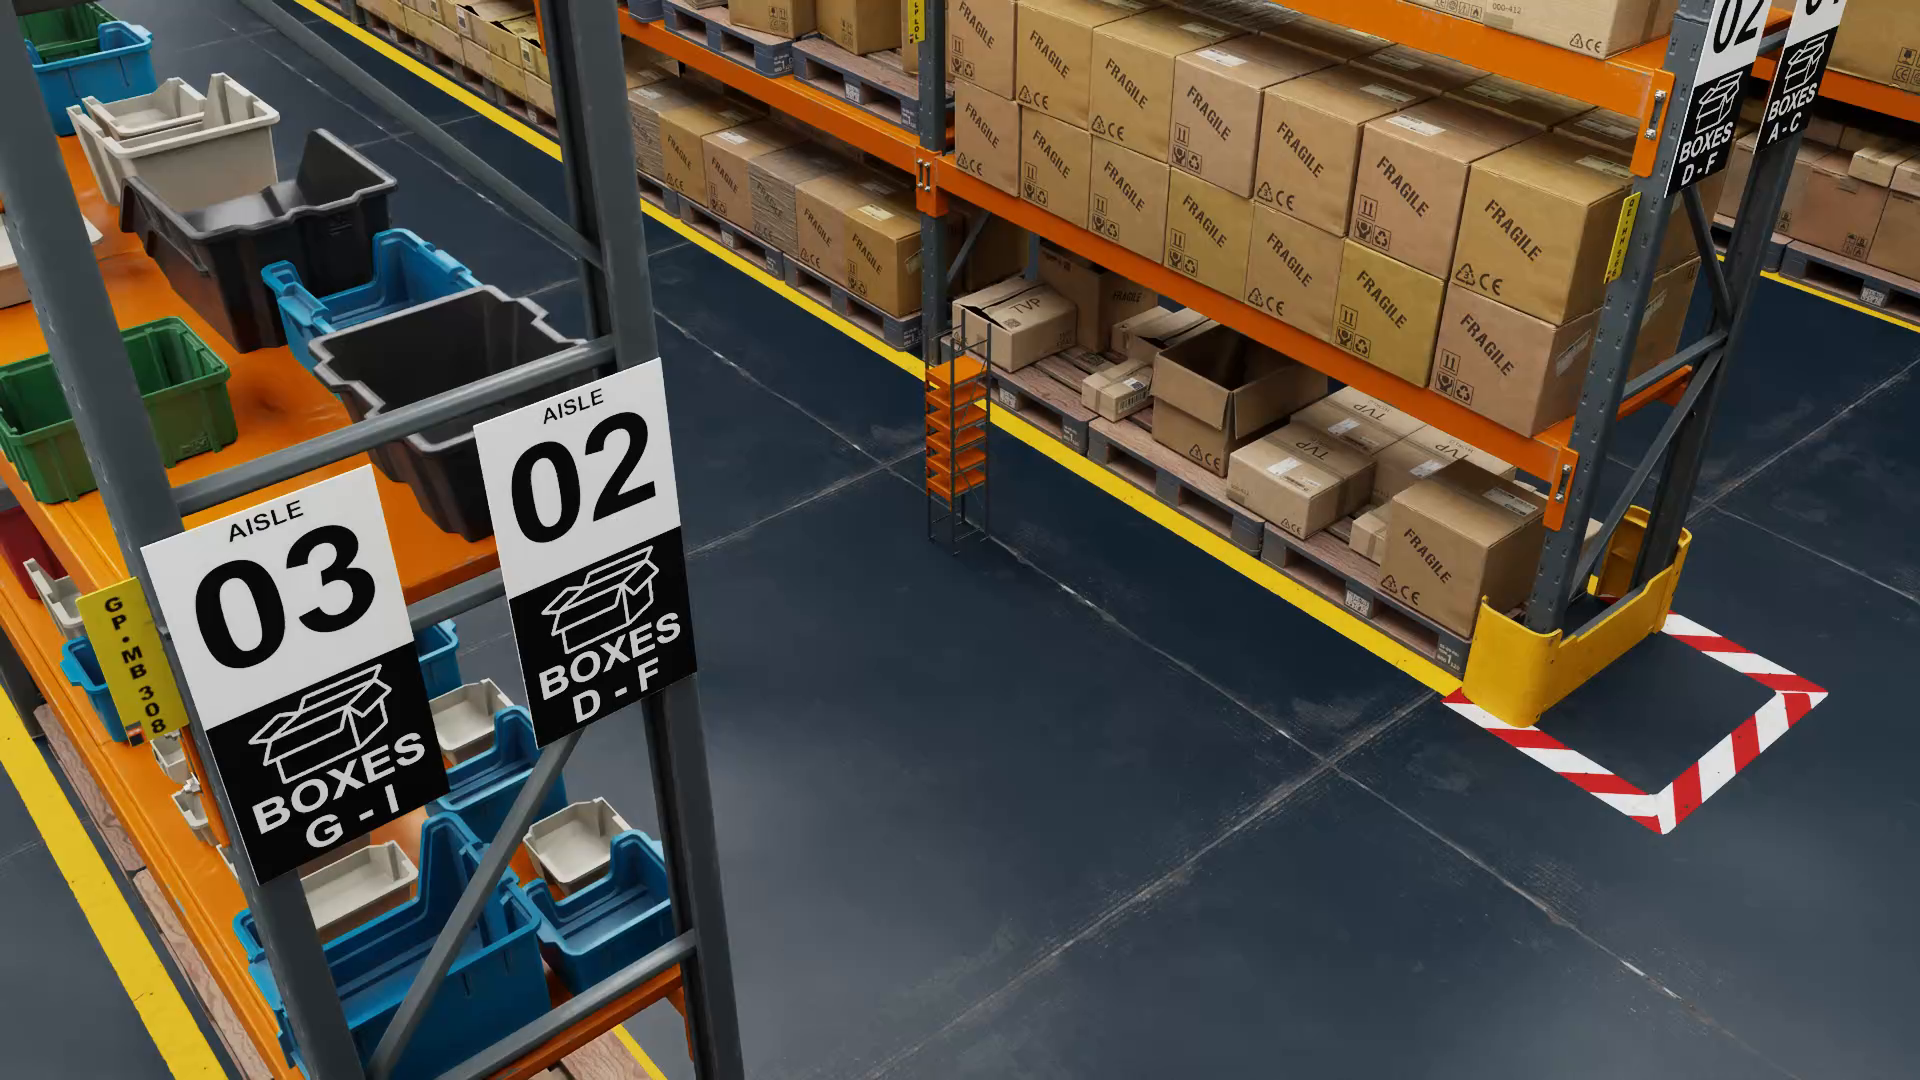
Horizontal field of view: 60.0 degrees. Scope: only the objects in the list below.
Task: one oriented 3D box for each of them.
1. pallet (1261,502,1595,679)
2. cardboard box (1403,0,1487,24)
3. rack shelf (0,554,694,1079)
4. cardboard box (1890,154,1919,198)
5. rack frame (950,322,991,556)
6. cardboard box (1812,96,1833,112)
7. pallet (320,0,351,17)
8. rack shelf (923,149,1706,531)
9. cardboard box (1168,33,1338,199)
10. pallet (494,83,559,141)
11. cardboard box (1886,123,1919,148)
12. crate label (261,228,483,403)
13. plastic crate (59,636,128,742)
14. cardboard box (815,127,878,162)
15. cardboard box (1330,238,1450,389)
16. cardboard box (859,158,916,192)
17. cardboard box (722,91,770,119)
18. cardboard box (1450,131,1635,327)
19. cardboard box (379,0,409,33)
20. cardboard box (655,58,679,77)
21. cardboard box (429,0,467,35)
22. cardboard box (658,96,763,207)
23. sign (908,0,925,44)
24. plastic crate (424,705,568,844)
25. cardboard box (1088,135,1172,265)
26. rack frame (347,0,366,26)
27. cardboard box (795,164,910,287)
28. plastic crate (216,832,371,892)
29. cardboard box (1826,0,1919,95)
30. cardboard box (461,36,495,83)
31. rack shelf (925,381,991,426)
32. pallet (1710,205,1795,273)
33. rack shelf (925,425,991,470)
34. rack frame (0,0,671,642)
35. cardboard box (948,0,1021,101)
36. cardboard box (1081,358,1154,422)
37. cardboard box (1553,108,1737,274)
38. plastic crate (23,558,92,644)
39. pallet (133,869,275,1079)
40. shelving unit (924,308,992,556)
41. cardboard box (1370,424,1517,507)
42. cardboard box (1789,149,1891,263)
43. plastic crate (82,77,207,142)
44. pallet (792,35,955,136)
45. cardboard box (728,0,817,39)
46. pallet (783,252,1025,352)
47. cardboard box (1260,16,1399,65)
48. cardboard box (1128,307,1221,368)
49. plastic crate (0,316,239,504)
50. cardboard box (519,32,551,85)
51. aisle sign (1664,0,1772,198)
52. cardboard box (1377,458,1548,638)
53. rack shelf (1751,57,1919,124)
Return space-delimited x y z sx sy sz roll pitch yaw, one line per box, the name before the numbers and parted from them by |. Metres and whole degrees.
pallet | 2.217 0.089 7.942 1.003 0.211 1.213 -26 43 -32
cardboard box | 1.934 -2.180 6.268 0.500 0.250 0.500 -26 43 -32
rack shelf | -2.295 0.592 5.441 1.077 0.370 4.000 -26 43 -32
cardboard box | 5.813 -2.190 9.985 0.380 0.149 0.250 -27 43 -32
rack frame | 0.050 -0.456 7.855 0.240 1.200 0.006 -26 43 -32
cardboard box | 5.449 -2.780 10.817 0.380 0.149 0.250 -26 43 -31
pallet | -5.444 -5.191 15.397 1.003 0.211 1.213 -26 43 -32
rack shelf | 1.491 -1.253 8.047 1.077 0.370 4.000 -26 43 -32
cardboard box | 1.288 -1.883 7.362 0.500 0.500 0.500 -25 42 -30
pallet | -2.882 -3.436 12.919 1.003 0.211 1.213 -26 43 -32
cardboard box | 5.941 -2.444 10.343 0.380 0.149 0.250 -26 43 -32
crate label | -1.353 -0.509 3.907 0.408 0.251 0.502 -26 43 -32
plastic crate | -2.526 0.415 5.162 0.416 0.233 0.300 -26 43 -32
cardboard box | -0.571 -2.642 10.518 0.500 0.250 0.500 -26 43 -32
cardboard box | 1.947 -1.029 7.021 0.500 0.500 0.500 -26 43 -31
cardboard box | -0.278 -2.125 10.438 0.500 0.500 0.500 -25 42 -31
cardboard box | -1.264 -2.802 11.393 0.500 0.500 0.500 -28 44 -33
cardboard box | 2.284 -1.207 6.407 0.500 0.500 0.500 -26 43 -32
cardboard box | -4.562 -4.515 14.045 0.500 0.250 0.500 -25 42 -31
cardboard box | -2.495 -3.586 12.734 0.500 0.250 0.500 -26 43 -32
cardboard box | -3.893 -4.287 13.238 0.500 0.311 0.500 -25 42 -31
cardboard box | -1.644 -2.596 11.102 0.500 0.500 0.500 -27 43 -32
sign | -0.221 -2.694 8.457 0.100 0.325 0.005 -26 43 -32
plastic crate | -1.337 0.703 4.755 0.416 0.233 0.300 -26 43 -32
cardboard box | 0.975 -1.698 7.965 0.500 0.500 0.500 -26 43 -32
rack frame | -4.962 -5.962 14.073 1.000 3.000 0.127 -26 43 -32
cardboard box | -0.650 -1.922 10.150 0.500 0.500 0.500 -26 43 -32
plastic crate | -1.845 0.839 4.646 0.396 0.136 0.243 -26 43 -32
cardboard box | 5.749 -3.174 9.877 0.980 0.700 0.700 -26 43 -32
cardboard box | -3.564 -3.836 13.087 0.500 0.250 0.500 -25 42 -31
rack shelf | -0.009 -0.656 7.799 0.258 0.103 0.180 -26 43 -32
pallet | 5.204 -2.237 11.227 1.003 0.211 1.213 -26 43 -32
rack shelf | -0.009 -0.460 7.938 0.258 0.103 0.180 -26 43 -32
rack frame | -1.005 -1.266 2.252 1.000 3.000 0.127 -26 43 -32
cardboard box | 0.289 -2.566 8.326 0.500 0.500 0.500 -25 42 -31
cardboard box | 0.872 -0.809 8.868 0.380 0.166 0.250 -26 43 -32
cardboard box | 2.697 -1.407 6.690 0.500 0.500 0.500 -25 42 -30
plastic crate | -2.741 0.182 5.448 0.437 0.282 0.530 -26 43 -32
pallet | -2.290 1.403 6.087 1.003 0.211 1.213 -26 43 -32
shelving unit | -0.009 -0.496 7.912 0.258 1.200 0.189 -26 43 -32
cardboard box | 2.325 -0.288 8.060 0.500 0.250 0.500 -26 43 -32
cardboard box | 5.712 -2.157 10.500 0.700 0.500 0.500 -26 43 -32
plastic crate | -2.475 -1.281 5.096 0.293 0.136 0.466 -26 43 -32
pallet | -0.232 -2.745 9.697 1.003 0.211 1.213 -26 43 -32
cardboard box | -0.987 -3.399 10.004 0.500 0.500 0.700 22 41 28
pallet | -0.354 -1.637 10.379 1.003 0.211 1.213 -26 43 -32
cardboard box | 1.706 -2.082 7.642 0.500 0.500 0.500 -26 43 -32
cardboard box | 1.269 -1.035 9.062 0.500 0.311 0.500 -26 43 -32
plastic crate | -1.859 -0.285 3.645 0.450 0.188 0.336 -26 43 -32
cardboard box | -2.907 -3.614 12.288 0.500 0.311 0.500 -25 42 -31
aisle sign | 2.592 -1.581 5.637 0.394 0.787 0.004 -26 43 -32
cardboard box | 2.243 0.028 7.397 0.500 0.500 0.500 -26 43 -32
rack shelf | 5.273 -3.103 10.658 1.077 0.370 4.000 -26 43 -32
